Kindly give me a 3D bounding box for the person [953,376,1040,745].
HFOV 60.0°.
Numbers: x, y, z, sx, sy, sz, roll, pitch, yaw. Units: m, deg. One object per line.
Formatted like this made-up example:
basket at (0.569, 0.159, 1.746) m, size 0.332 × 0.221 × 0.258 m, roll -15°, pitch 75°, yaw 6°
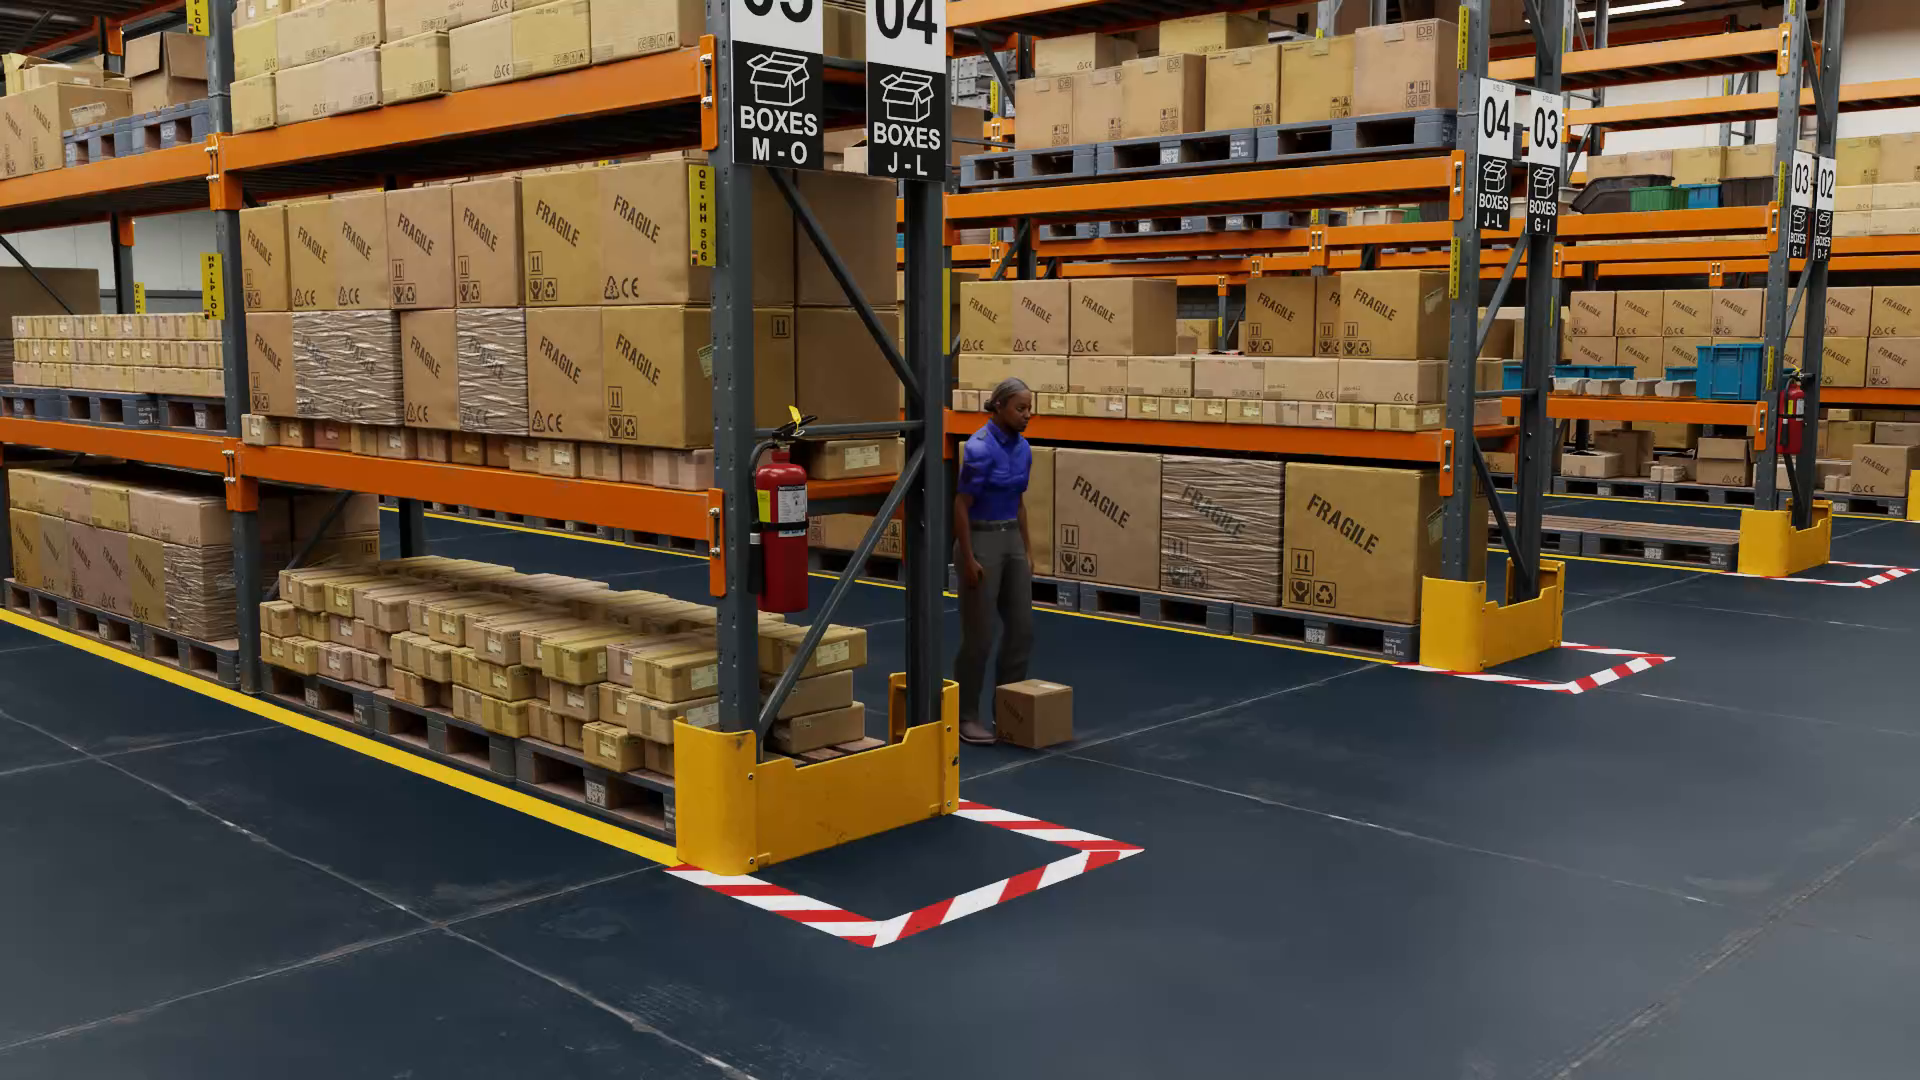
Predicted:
person at (0.186, 0.079, 7.651) m, size 0.396 × 1.656 × 0.531 m, roll 6°, pitch 9°, yaw 40°
